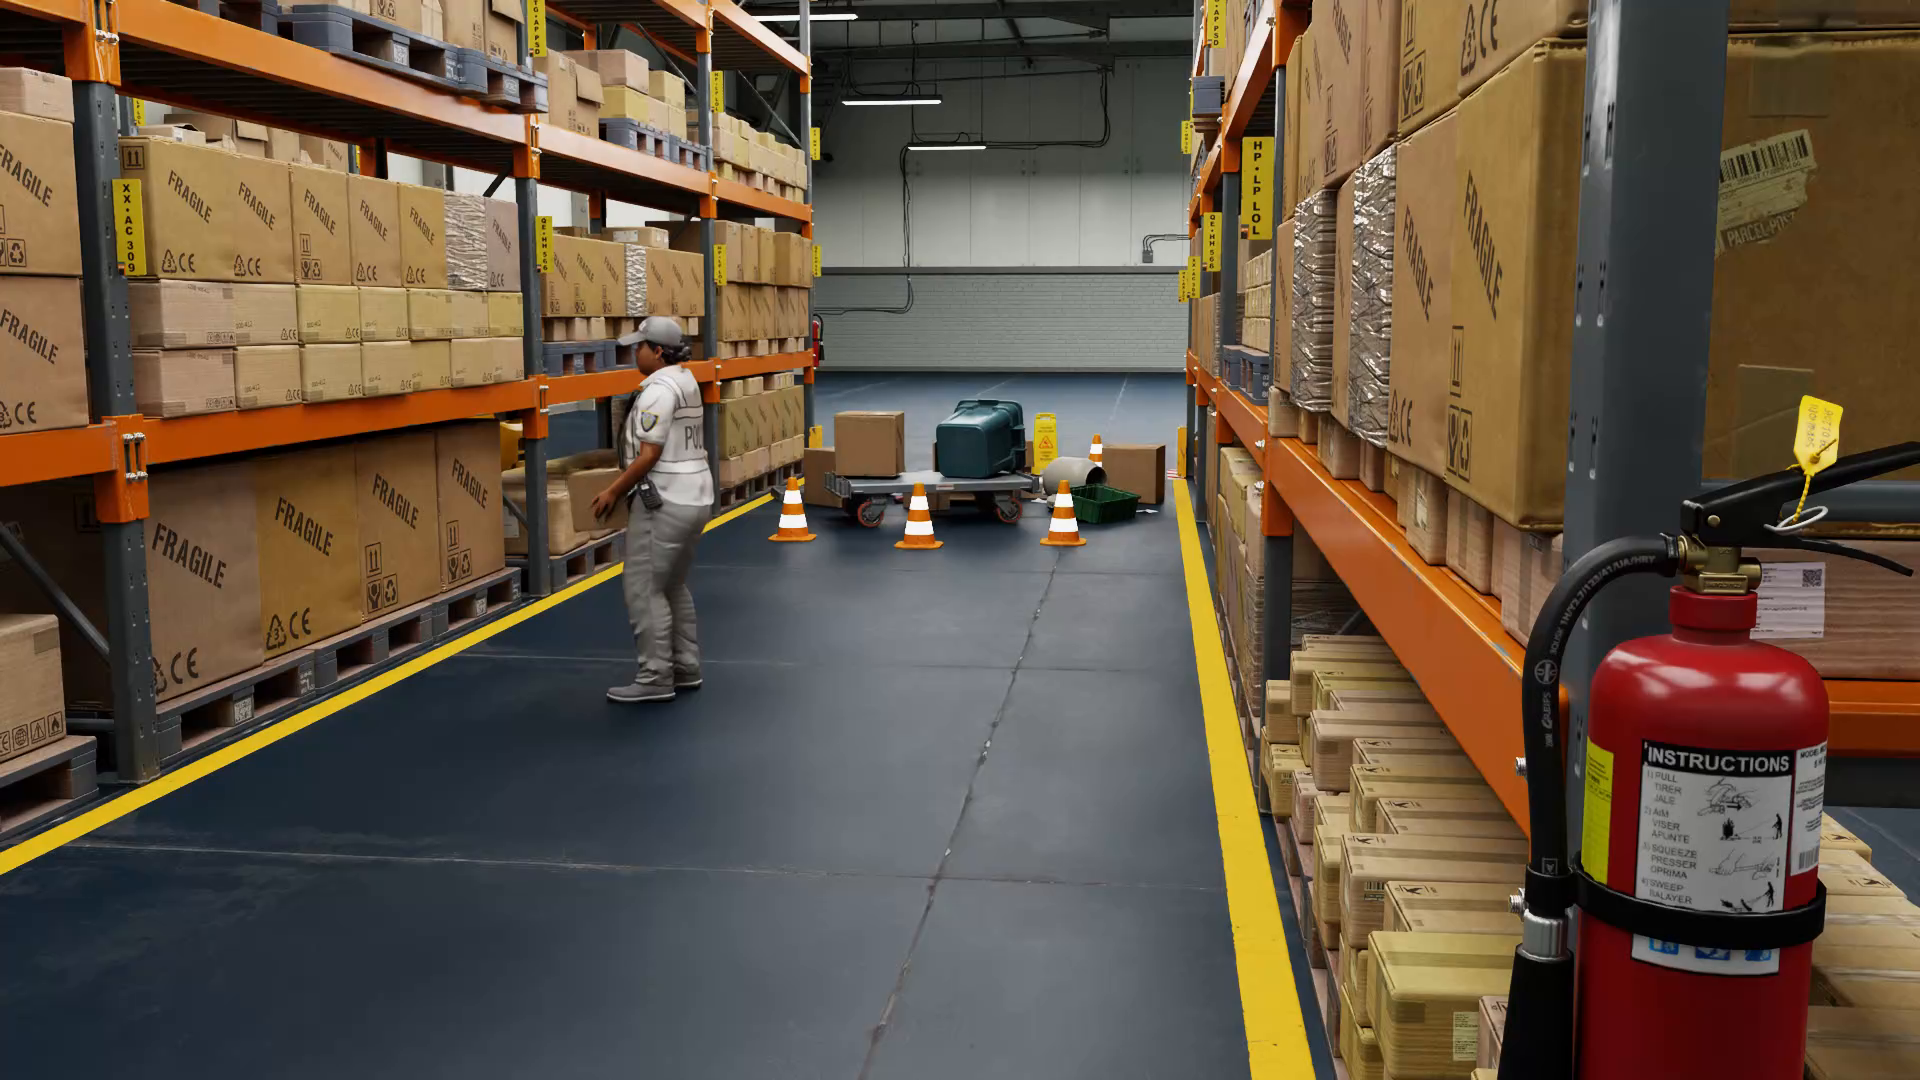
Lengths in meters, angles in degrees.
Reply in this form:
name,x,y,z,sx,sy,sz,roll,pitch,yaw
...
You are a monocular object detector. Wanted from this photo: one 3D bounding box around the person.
name,x,y,z,sx,sy,sz,roll,pitch,yaw
person,-1.334,-0.138,7.282,0.490,1.671,0.493,1,8,6
